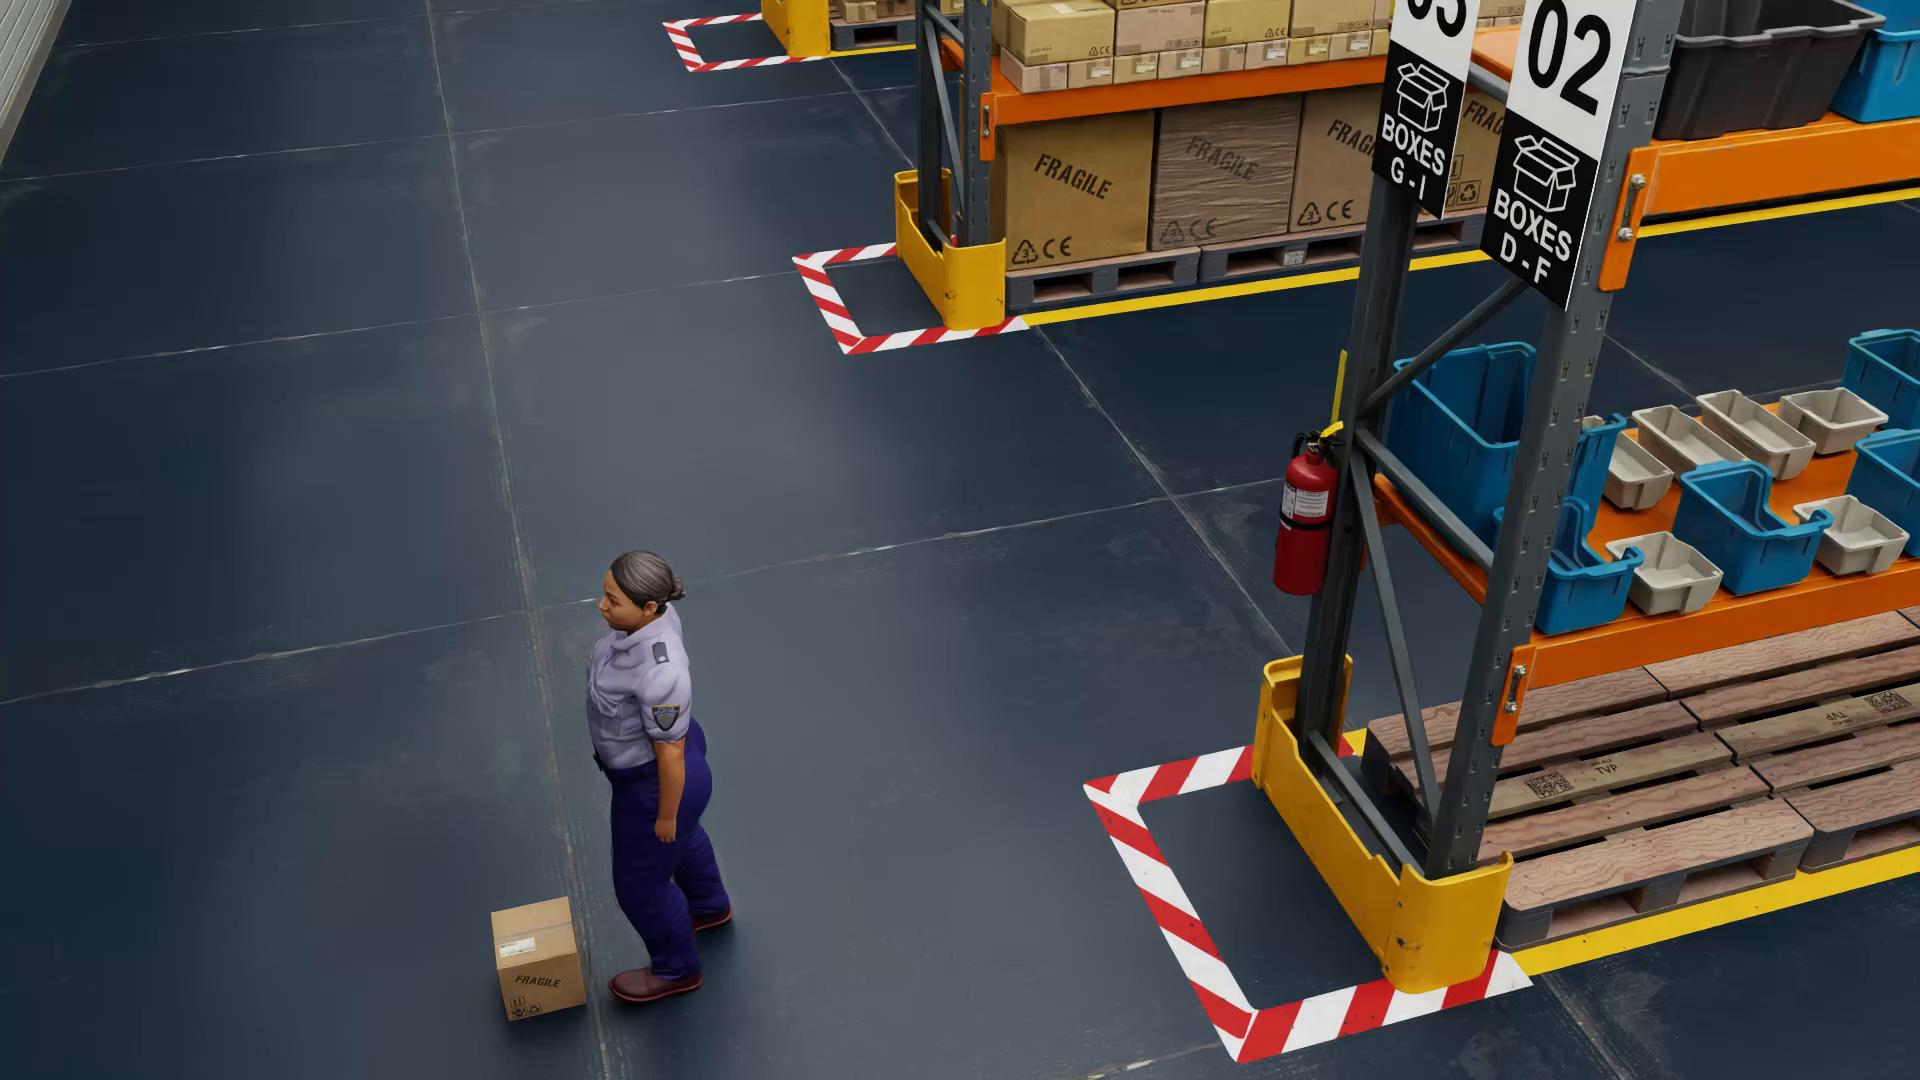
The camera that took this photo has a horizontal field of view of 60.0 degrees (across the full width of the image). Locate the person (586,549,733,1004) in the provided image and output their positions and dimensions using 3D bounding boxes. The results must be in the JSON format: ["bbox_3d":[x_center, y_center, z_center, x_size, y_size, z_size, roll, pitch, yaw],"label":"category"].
[{"bbox_3d":[-0.954,0.726,5.099,0.438,1.646,0.469,-9,35,-13],"label":"person"}]
